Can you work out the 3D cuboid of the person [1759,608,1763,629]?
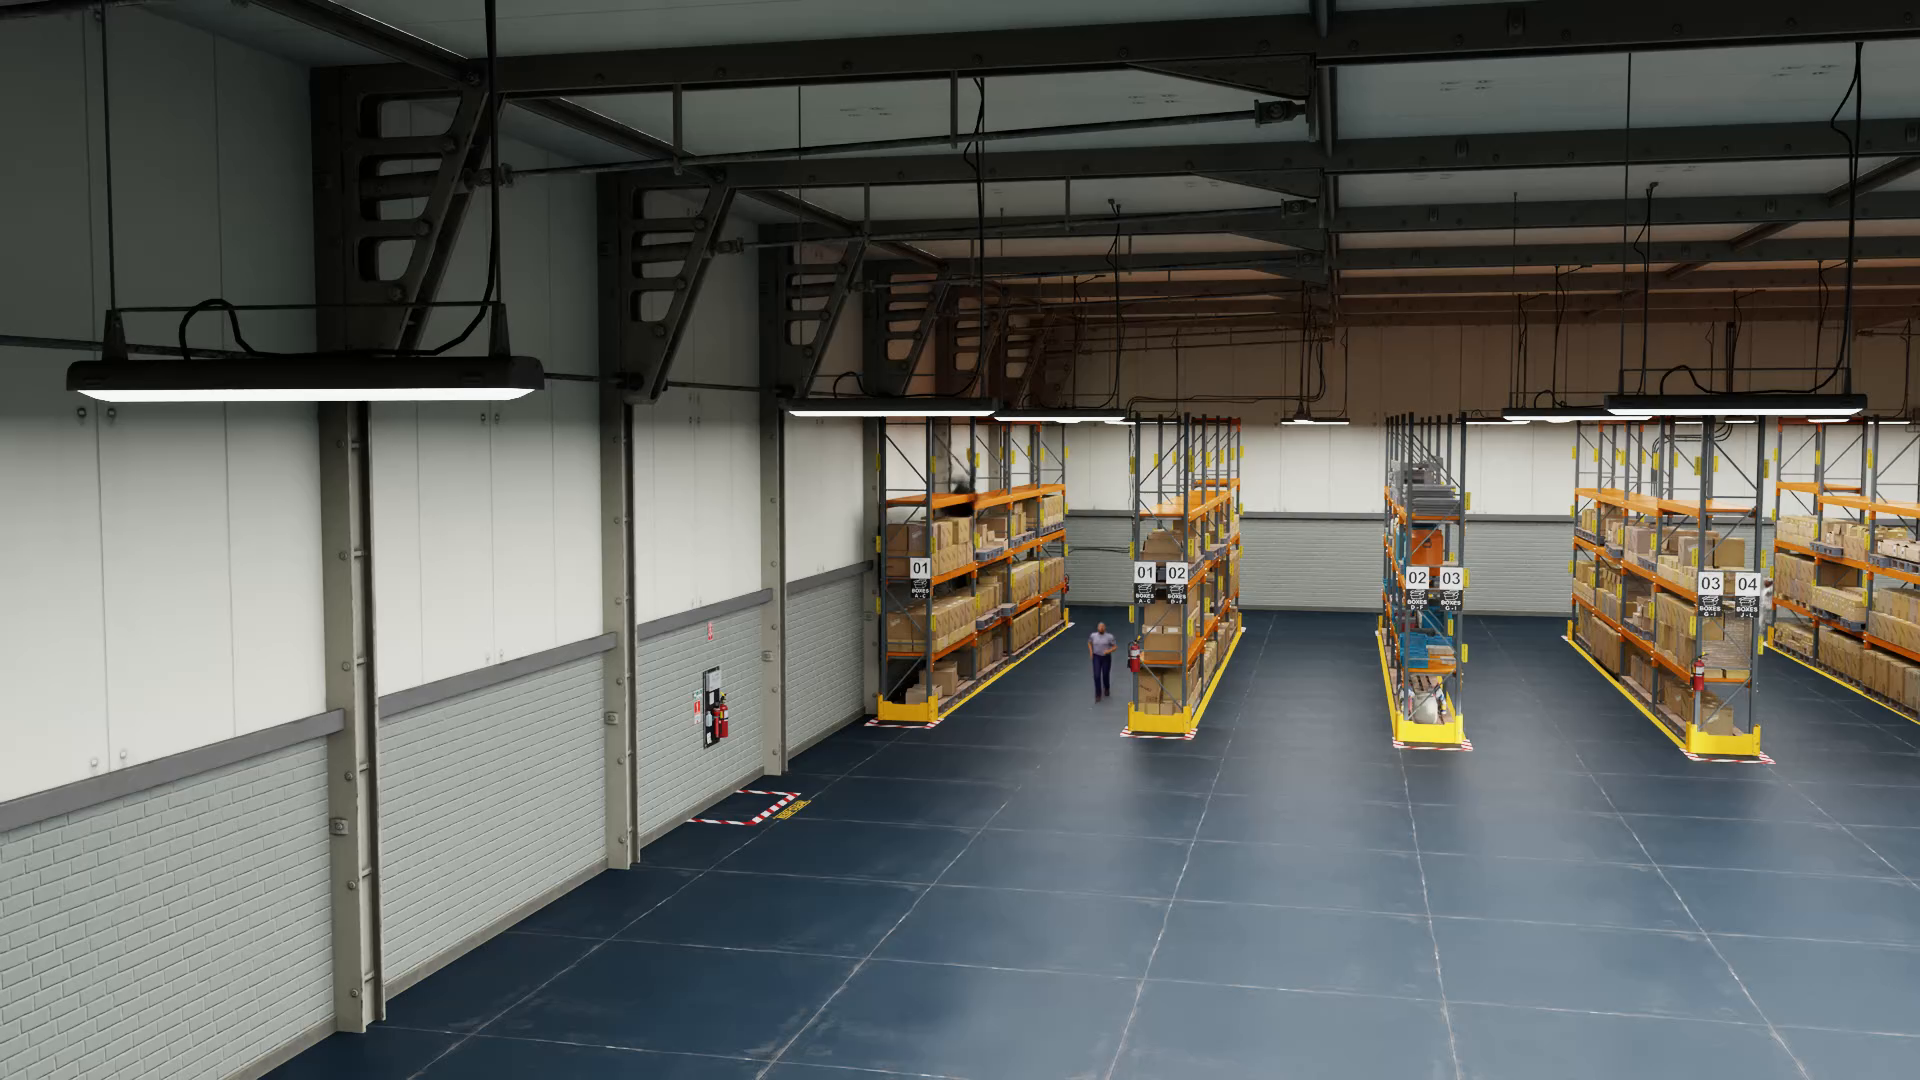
[{"bbox_3d":[19.310,2.143,40.600,0.596,1.660,0.569,1,4,18],"label":"person"}]

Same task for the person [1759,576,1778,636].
[{"bbox_3d":[21.803,1.824,44.839,0.721,1.739,0.752,1,4,10],"label":"person"}]

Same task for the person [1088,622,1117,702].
[{"bbox_3d":[2.982,2.534,34.933,0.617,1.649,0.837,1,4,10],"label":"person"}]
